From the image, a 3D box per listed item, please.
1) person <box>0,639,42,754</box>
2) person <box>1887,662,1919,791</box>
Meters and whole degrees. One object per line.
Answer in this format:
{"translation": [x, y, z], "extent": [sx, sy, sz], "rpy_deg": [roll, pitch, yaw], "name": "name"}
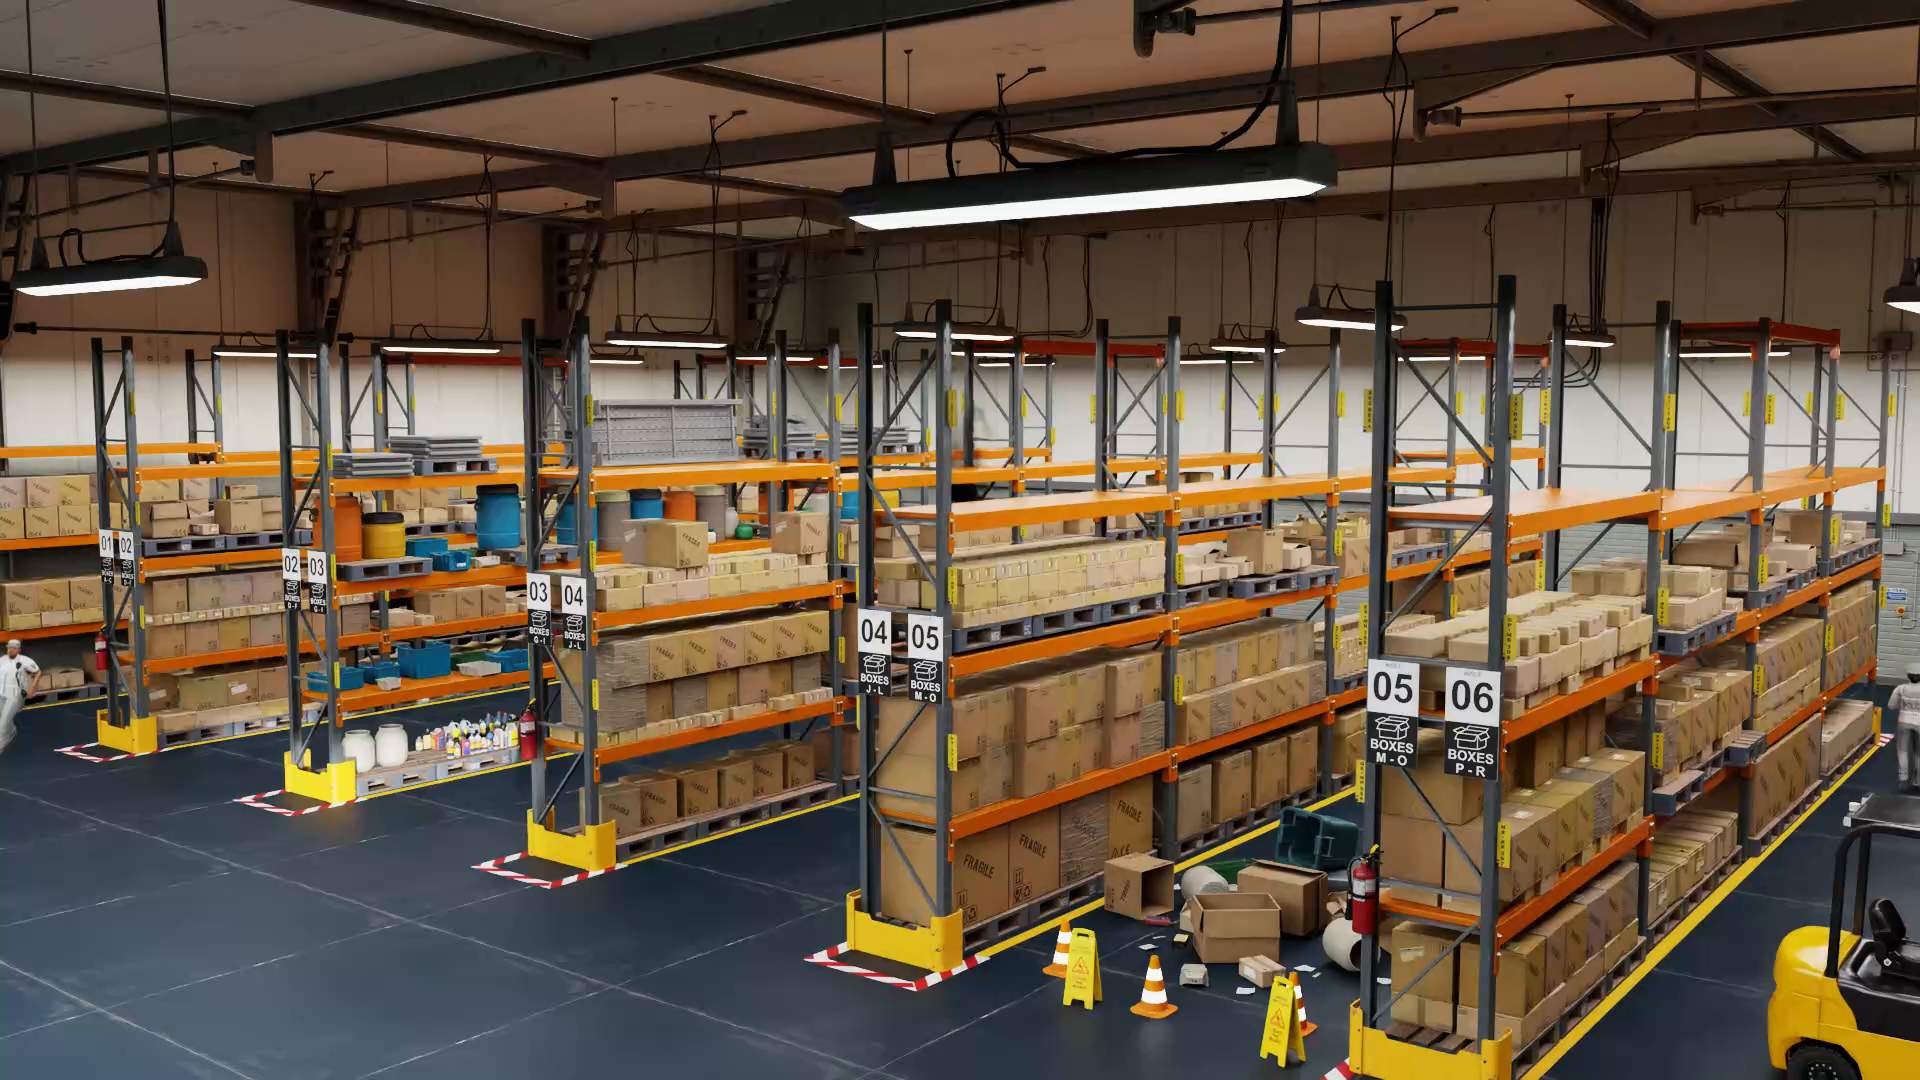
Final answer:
{"translation": [-13.710, 2.253, 24.016], "extent": [0.691, 1.649, 0.925], "rpy_deg": [0, 5, 1], "name": "person"}
{"translation": [12.360, 2.423, 21.569], "extent": [0.611, 1.681, 0.921], "rpy_deg": [3, 6, 30], "name": "person"}
